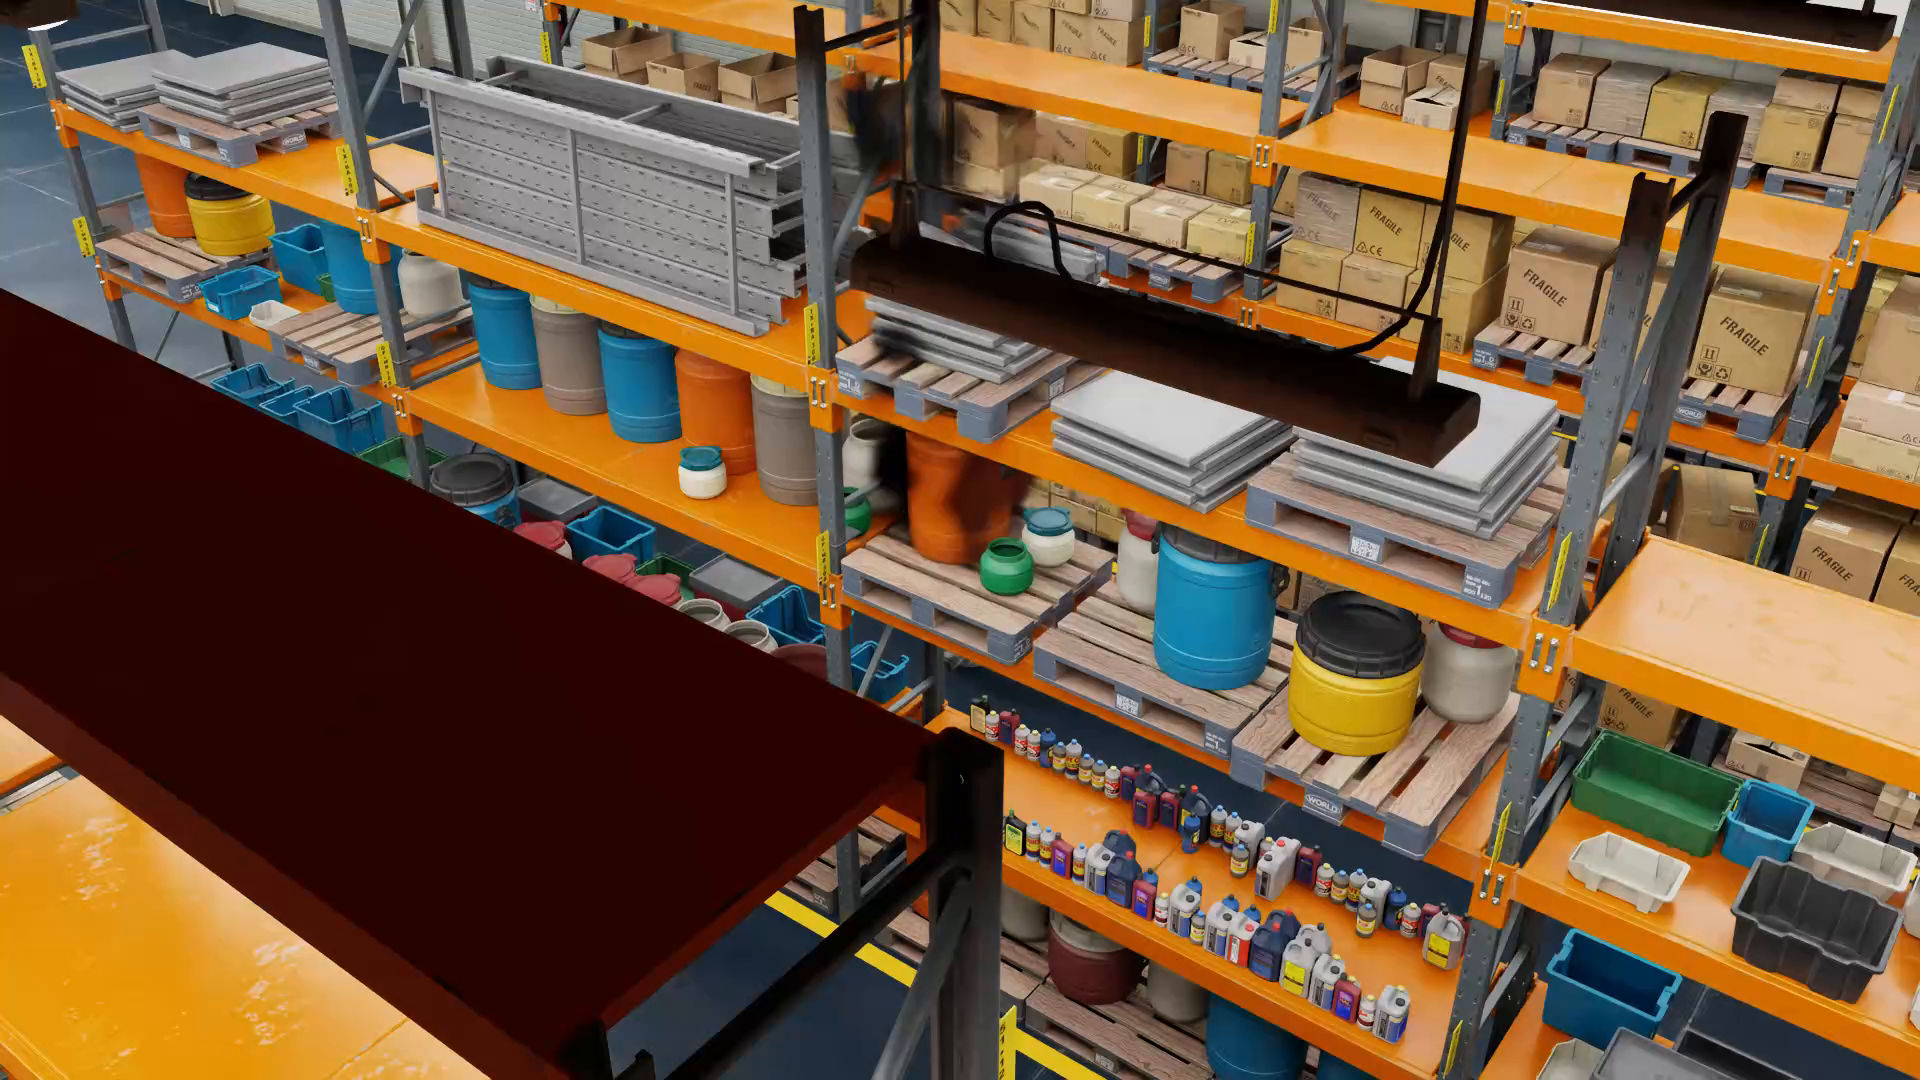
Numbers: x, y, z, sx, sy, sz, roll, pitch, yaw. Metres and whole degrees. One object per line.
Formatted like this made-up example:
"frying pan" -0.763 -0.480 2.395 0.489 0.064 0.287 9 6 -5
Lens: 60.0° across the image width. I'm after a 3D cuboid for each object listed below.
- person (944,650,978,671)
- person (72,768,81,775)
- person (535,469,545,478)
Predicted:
"person" -0.090 0.233 13.216 0.586 1.737 0.638 20 37 29
"person" -5.425 1.922 10.578 0.559 1.631 0.560 20 37 29
"person" -3.650 -0.738 14.862 0.712 1.745 0.594 22 38 31
